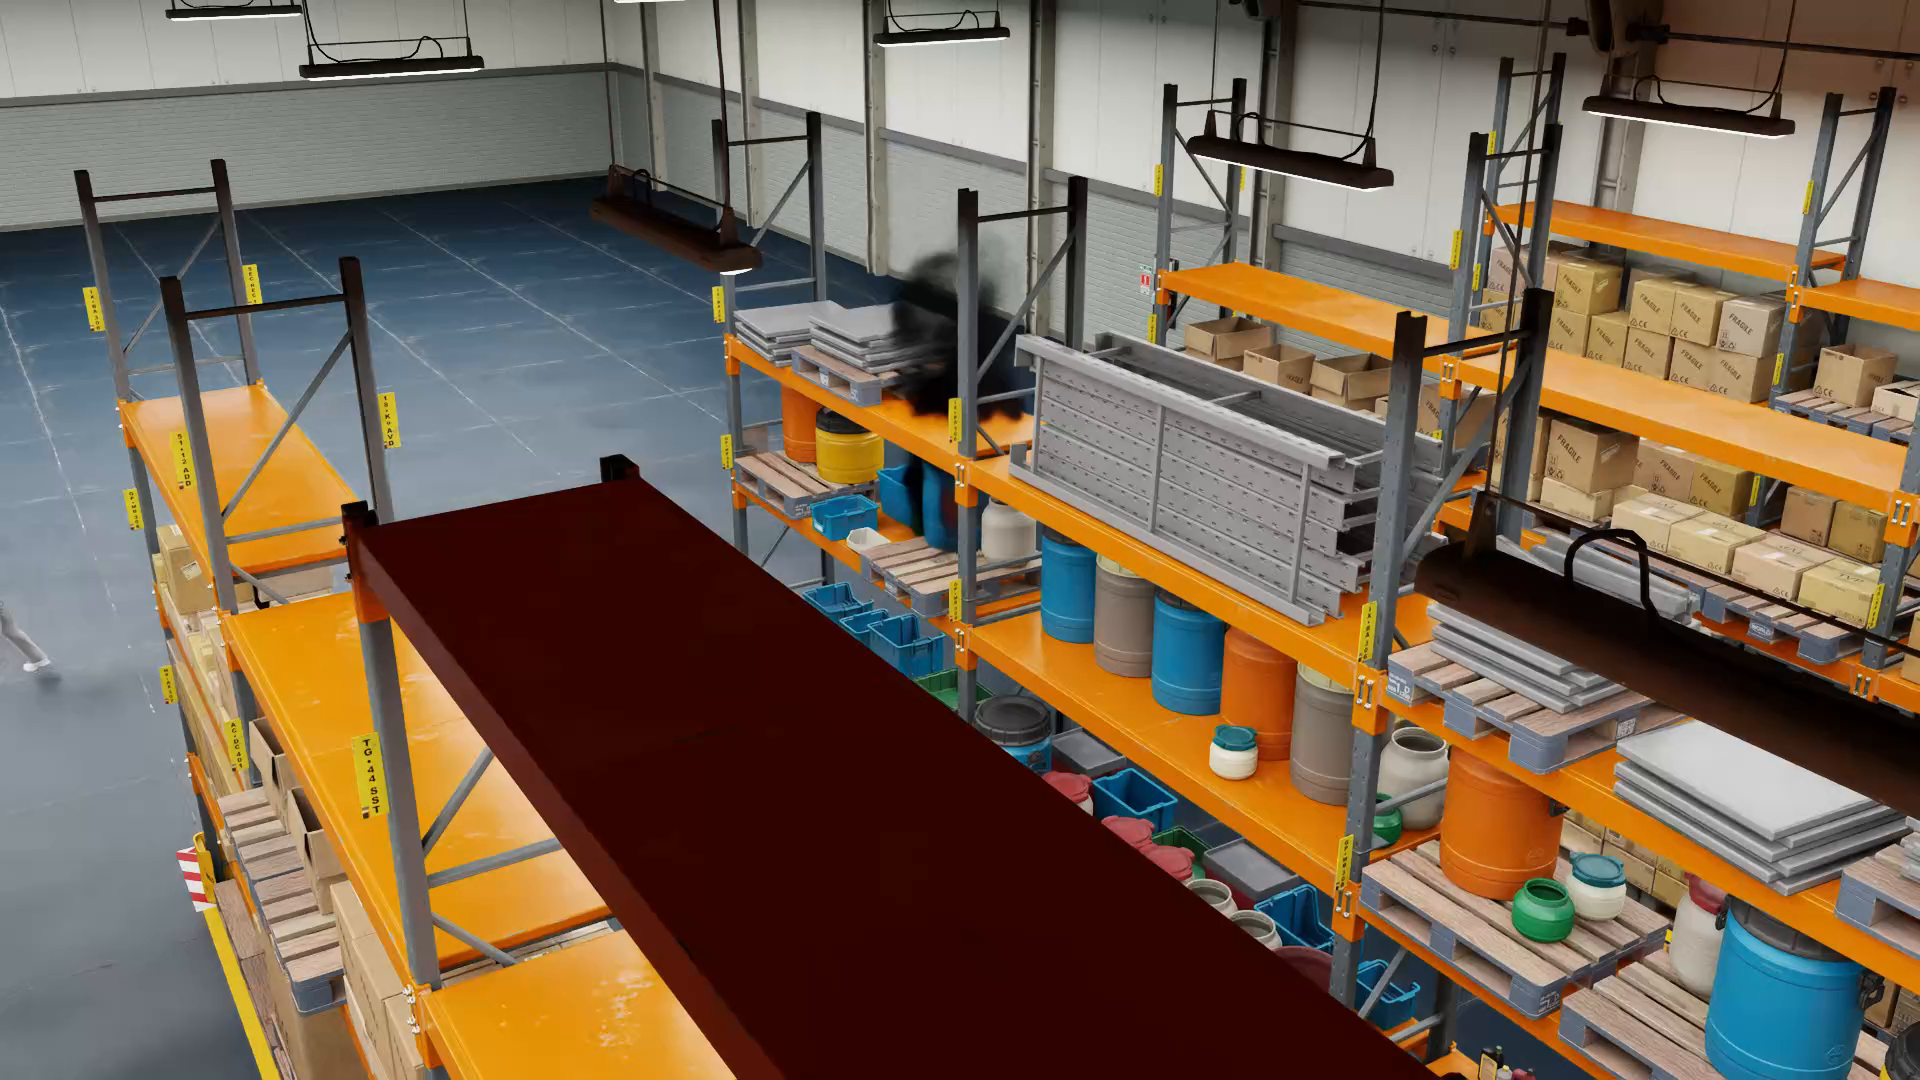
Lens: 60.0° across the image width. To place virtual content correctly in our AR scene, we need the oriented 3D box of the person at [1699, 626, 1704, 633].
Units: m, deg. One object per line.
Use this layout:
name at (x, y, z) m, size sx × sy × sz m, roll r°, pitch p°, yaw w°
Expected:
person at (6.773, 1.299, 15.938) m, size 0.713 × 1.648 × 0.753 m, roll -14°, pitch 26°, yaw -32°

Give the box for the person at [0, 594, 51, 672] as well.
person at (-10.130, 0.724, 17.355) m, size 0.876 × 1.697 × 0.572 m, roll 0°, pitch 22°, yaw 0°
